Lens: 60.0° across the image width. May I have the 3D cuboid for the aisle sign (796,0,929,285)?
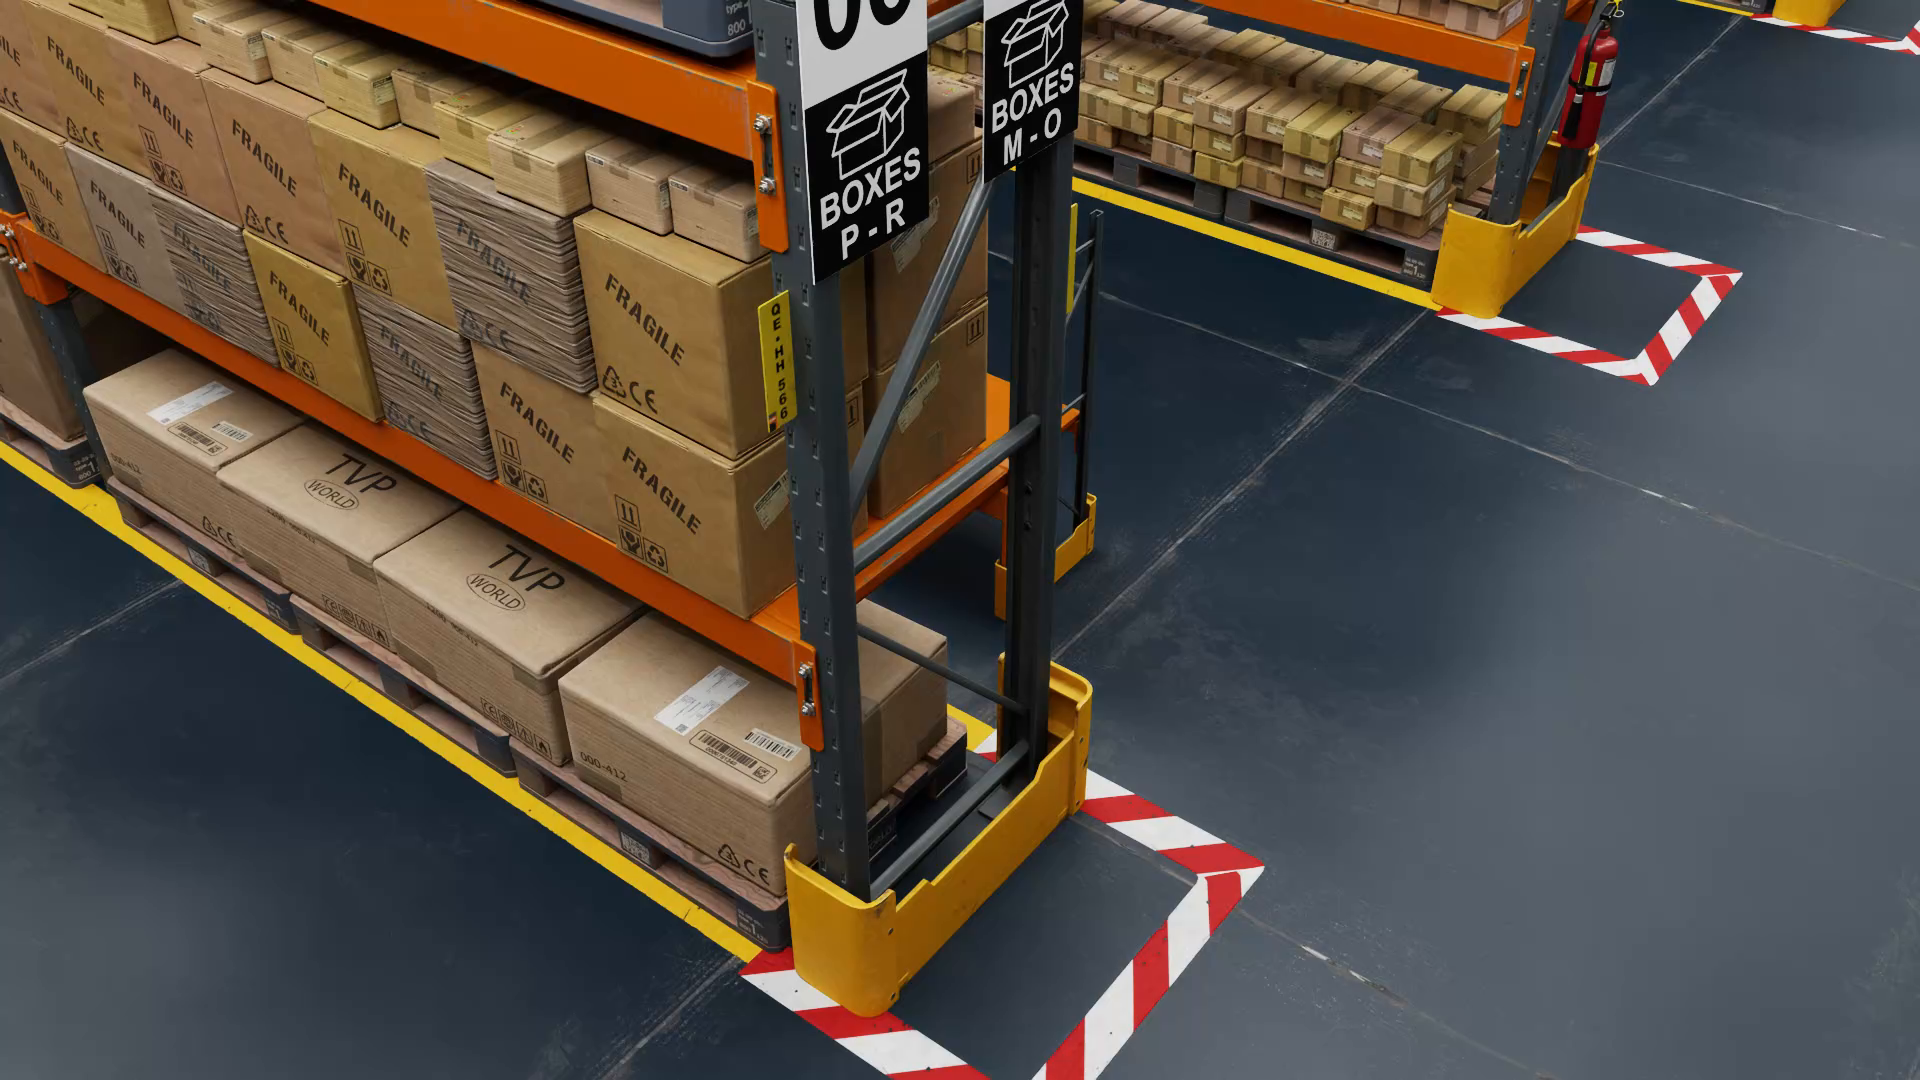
[{"bbox_3d":[-0.191,-0.950,3.421,0.004,0.787,0.394,25,45,29],"label":"aisle sign"}]

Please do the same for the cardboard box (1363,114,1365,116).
[{"bbox_3d":[2.176,-2.227,8.892,0.250,0.149,0.380,26,45,29],"label":"cardboard box"}]

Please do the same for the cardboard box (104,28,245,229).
[{"bbox_3d":[-2.208,-1.349,5.148,0.500,0.500,0.500,26,45,29],"label":"cardboard box"}]

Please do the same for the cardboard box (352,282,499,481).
[{"bbox_3d":[-1.408,-0.578,4.974,0.500,0.500,0.500,27,45,30],"label":"cardboard box"}]

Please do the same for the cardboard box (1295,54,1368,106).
[{"bbox_3d":[1.996,-2.460,8.948,0.250,0.149,0.380,23,44,27],"label":"cardboard box"}]

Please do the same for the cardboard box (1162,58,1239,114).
[{"bbox_3d":[1.289,-2.429,8.909,0.250,0.149,0.380,24,44,27],"label":"cardboard box"}]

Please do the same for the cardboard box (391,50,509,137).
[{"bbox_3d":[-1.279,-1.215,4.451,0.250,0.149,0.380,25,44,28],"label":"cardboard box"}]

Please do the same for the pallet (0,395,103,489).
[{"bbox_3d":[-3.896,-0.757,7.546,1.213,0.211,1.003,25,45,29],"label":"pallet"}]

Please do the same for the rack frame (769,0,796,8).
[{"bbox_3d":[-0.060,-2.467,2.601,0.127,3.000,1.000,25,45,29],"label":"rack frame"}]

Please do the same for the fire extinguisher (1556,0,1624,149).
[{"bbox_3d":[2.787,-2.069,7.324,0.183,0.674,0.296,25,45,29],"label":"fire extinguisher"}]

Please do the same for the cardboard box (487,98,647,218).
[{"bbox_3d":[-0.939,-0.968,4.135,0.250,0.149,0.380,25,44,28],"label":"cardboard box"}]

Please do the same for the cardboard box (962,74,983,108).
[{"bbox_3d":[0.224,-2.646,9.669,0.250,0.149,0.380,25,44,28],"label":"cardboard box"}]

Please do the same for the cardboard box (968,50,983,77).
[{"bbox_3d":[0.254,-2.808,9.633,0.250,0.149,0.380,25,44,28],"label":"cardboard box"}]

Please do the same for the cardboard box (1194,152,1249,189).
[{"bbox_3d":[1.454,-2.043,8.898,0.250,0.149,0.380,23,44,27],"label":"cardboard box"}]

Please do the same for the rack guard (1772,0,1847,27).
[{"bbox_3d":[5.980,-3.964,11.408,0.348,0.500,1.175,25,45,29],"label":"rack guard"}]

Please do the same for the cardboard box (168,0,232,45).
[{"bbox_3d":[-2.099,-1.592,4.932,0.250,0.149,0.380,25,45,28],"label":"cardboard box"}]

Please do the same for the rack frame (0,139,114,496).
[{"bbox_3d":[-3.237,-1.603,6.364,0.127,3.000,1.000,25,45,29],"label":"rack frame"}]

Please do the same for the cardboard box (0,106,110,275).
[{"bbox_3d":[-3.023,-1.338,5.945,0.500,0.500,0.500,27,45,30],"label":"cardboard box"}]

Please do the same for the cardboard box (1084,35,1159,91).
[{"bbox_3d":[0.891,-2.625,9.159,0.250,0.149,0.380,23,44,27],"label":"cardboard box"}]

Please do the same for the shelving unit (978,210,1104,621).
[{"bbox_3d":[-0.061,-0.619,6.324,1.083,1.500,0.587,25,45,29],"label":"shelving unit"}]

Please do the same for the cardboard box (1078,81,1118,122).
[{"bbox_3d":[0.833,-2.465,9.196,0.250,0.149,0.380,25,44,28],"label":"cardboard box"}]

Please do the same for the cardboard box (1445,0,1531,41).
[{"bbox_3d":[2.436,-2.451,7.651,0.250,0.149,0.380,25,45,29],"label":"cardboard box"}]

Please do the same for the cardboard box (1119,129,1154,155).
[{"bbox_3d":[1.094,-2.287,9.209,0.250,0.149,0.380,27,45,30],"label":"cardboard box"}]

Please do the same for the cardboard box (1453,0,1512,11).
[{"bbox_3d":[2.354,-2.765,7.526,0.500,0.500,0.500,26,45,29],"label":"cardboard box"}]

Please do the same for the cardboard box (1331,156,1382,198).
[{"bbox_3d":[2.100,-1.909,8.485,0.250,0.149,0.380,24,44,28],"label":"cardboard box"}]

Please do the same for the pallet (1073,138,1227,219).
[{"bbox_3d":[1.218,-2.276,9.485,1.213,0.211,1.003,25,45,29],"label":"pallet"}]

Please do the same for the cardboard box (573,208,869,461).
[{"bbox_3d":[-0.587,-0.602,4.193,0.500,0.500,0.500,27,45,30],"label":"cardboard box"}]

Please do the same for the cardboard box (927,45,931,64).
[{"bbox_3d":[-0.217,-2.932,9.792,0.250,0.149,0.380,27,46,30],"label":"cardboard box"}]

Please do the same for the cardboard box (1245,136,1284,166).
[{"bbox_3d":[1.710,-2.129,8.767,0.250,0.149,0.380,25,44,28],"label":"cardboard box"}]

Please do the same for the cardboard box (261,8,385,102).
[{"bbox_3d":[-1.711,-1.388,4.671,0.250,0.149,0.380,27,45,30],"label":"cardboard box"}]

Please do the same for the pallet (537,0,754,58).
[{"bbox_3d":[-0.655,-1.524,3.902,1.213,0.211,1.003,25,45,29],"label":"pallet"}]

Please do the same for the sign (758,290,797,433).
[{"bbox_3d":[-0.401,-0.393,3.688,0.005,0.325,0.100,25,45,29],"label":"sign"}]

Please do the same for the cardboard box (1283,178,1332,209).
[{"bbox_3d":[1.899,-1.892,8.705,0.250,0.149,0.380,25,44,28],"label":"cardboard box"}]

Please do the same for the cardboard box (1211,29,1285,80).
[{"bbox_3d":[1.600,-2.689,9.241,0.250,0.149,0.380,26,45,29],"label":"cardboard box"}]

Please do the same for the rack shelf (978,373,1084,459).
[{"bbox_3d":[-0.068,-0.481,6.439,1.000,0.185,0.538,25,45,29],"label":"rack shelf"}]

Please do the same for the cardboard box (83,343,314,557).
[{"bbox_3d":[-2.804,-0.472,6.657,0.875,0.438,0.875,25,44,28],"label":"cardboard box"}]

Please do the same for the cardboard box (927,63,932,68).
[{"bbox_3d":[-0.216,-2.814,9.882,0.250,0.149,0.380,23,44,27],"label":"cardboard box"}]

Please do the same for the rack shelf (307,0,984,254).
[{"bbox_3d":[-1.648,-1.752,4.704,4.000,0.370,1.077,25,45,29],"label":"rack shelf"}]

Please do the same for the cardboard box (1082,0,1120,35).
[{"bbox_3d":[0.719,-3.034,9.682,0.250,0.149,0.380,27,45,30],"label":"cardboard box"}]

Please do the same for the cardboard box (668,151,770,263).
[{"bbox_3d":[-0.467,-0.830,3.958,0.250,0.149,0.380,26,45,29],"label":"cardboard box"}]

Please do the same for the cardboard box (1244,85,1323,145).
[{"bbox_3d":[1.678,-2.203,8.620,0.250,0.149,0.380,23,44,27],"label":"cardboard box"}]

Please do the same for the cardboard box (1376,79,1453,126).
[{"bbox_3d":[2.365,-2.250,8.681,0.250,0.149,0.380,26,45,29],"label":"cardboard box"}]

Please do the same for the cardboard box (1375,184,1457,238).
[{"bbox_3d":[2.322,-1.704,8.466,0.250,0.149,0.380,26,45,29],"label":"cardboard box"}]

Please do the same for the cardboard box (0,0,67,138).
[{"bbox_3d":[-3.006,-1.739,5.646,0.500,0.500,0.500,26,45,29],"label":"cardboard box"}]

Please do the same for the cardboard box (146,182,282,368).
[{"bbox_3d":[-2.235,-0.958,5.460,0.500,0.500,0.500,26,45,29],"label":"cardboard box"}]

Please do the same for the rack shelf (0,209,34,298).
[{"bbox_3d":[-4.826,-2.069,7.542,4.000,0.370,1.077,25,45,29],"label":"rack shelf"}]

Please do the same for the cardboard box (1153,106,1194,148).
[{"bbox_3d":[1.249,-2.271,8.948,0.250,0.149,0.380,28,46,31],"label":"cardboard box"}]

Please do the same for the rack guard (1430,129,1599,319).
[{"bbox_3d":[2.807,-1.611,8.402,0.348,0.500,1.175,25,45,29],"label":"rack guard"}]

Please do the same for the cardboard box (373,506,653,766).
[{"bbox_3d":[-1.377,0.202,5.797,0.875,0.438,0.875,27,45,30],"label":"cardboard box"}]

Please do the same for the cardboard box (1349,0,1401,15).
[{"bbox_3d":[2.053,-2.649,7.904,0.250,0.149,0.380,25,44,28],"label":"cardboard box"}]

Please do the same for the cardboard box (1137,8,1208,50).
[{"bbox_3d":[1.211,-2.883,9.489,0.250,0.149,0.380,24,44,27],"label":"cardboard box"}]

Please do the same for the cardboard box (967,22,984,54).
[{"bbox_3d":[0.251,-2.908,9.521,0.250,0.149,0.380,25,44,28],"label":"cardboard box"}]

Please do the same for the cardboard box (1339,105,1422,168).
[{"bbox_3d":[2.128,-2.040,8.412,0.250,0.149,0.380,26,45,29],"label":"cardboard box"}]

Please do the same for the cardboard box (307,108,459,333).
[{"bbox_3d":[-1.411,-0.970,4.663,0.500,0.500,0.500,25,44,28],"label":"cardboard box"}]

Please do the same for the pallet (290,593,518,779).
[{"bbox_3d":[-1.707,0.275,6.228,1.213,0.211,1.003,25,45,29],"label":"pallet"}]

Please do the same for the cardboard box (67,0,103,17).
[{"bbox_3d":[-2.542,-1.760,5.146,0.250,0.149,0.380,25,44,28],"label":"cardboard box"}]

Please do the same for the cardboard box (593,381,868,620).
[{"bbox_3d":[-0.604,-0.195,4.485,0.500,0.500,0.500,26,45,29],"label":"cardboard box"}]
